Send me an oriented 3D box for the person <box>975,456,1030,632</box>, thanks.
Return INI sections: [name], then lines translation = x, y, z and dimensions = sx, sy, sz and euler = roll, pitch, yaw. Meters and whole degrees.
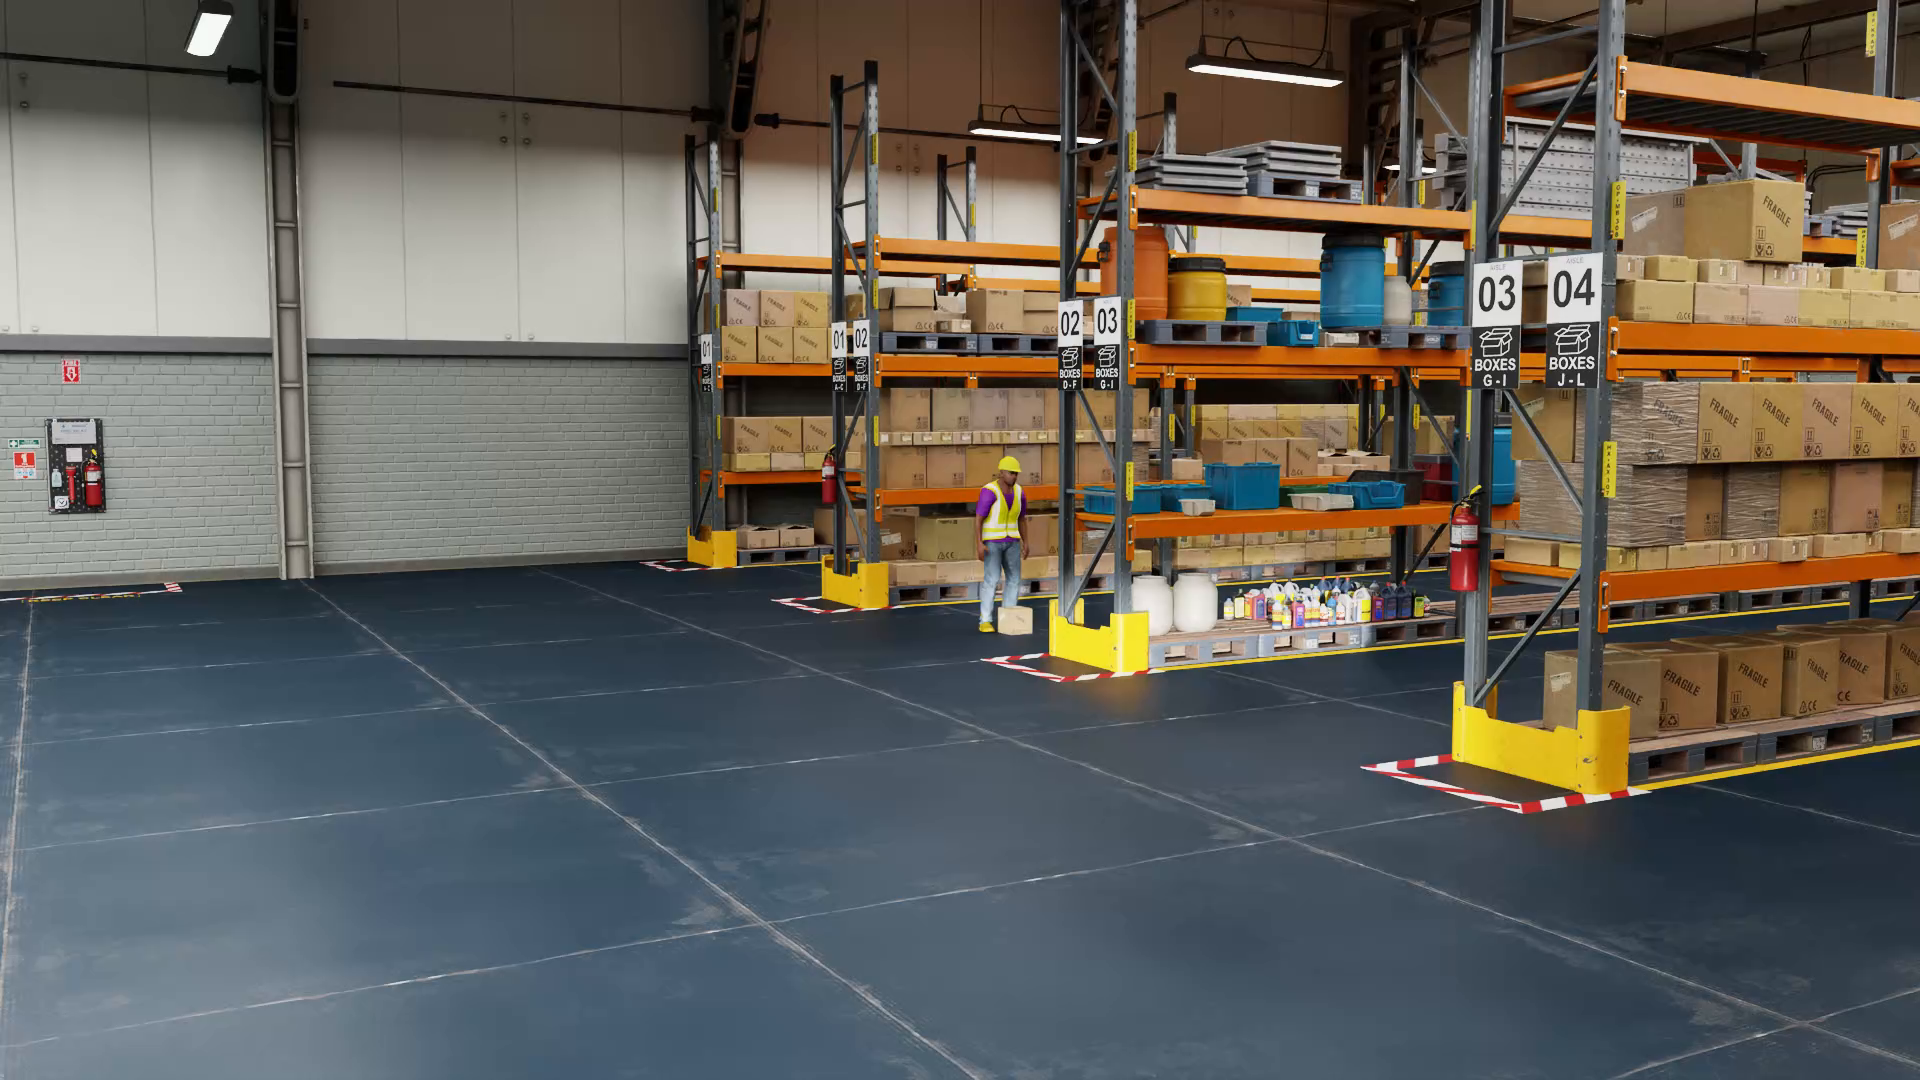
[person]
translation = 0.435, 0.036, 16.748
dimensions = 0.629, 1.759, 0.460
euler = -3, 6, -32
